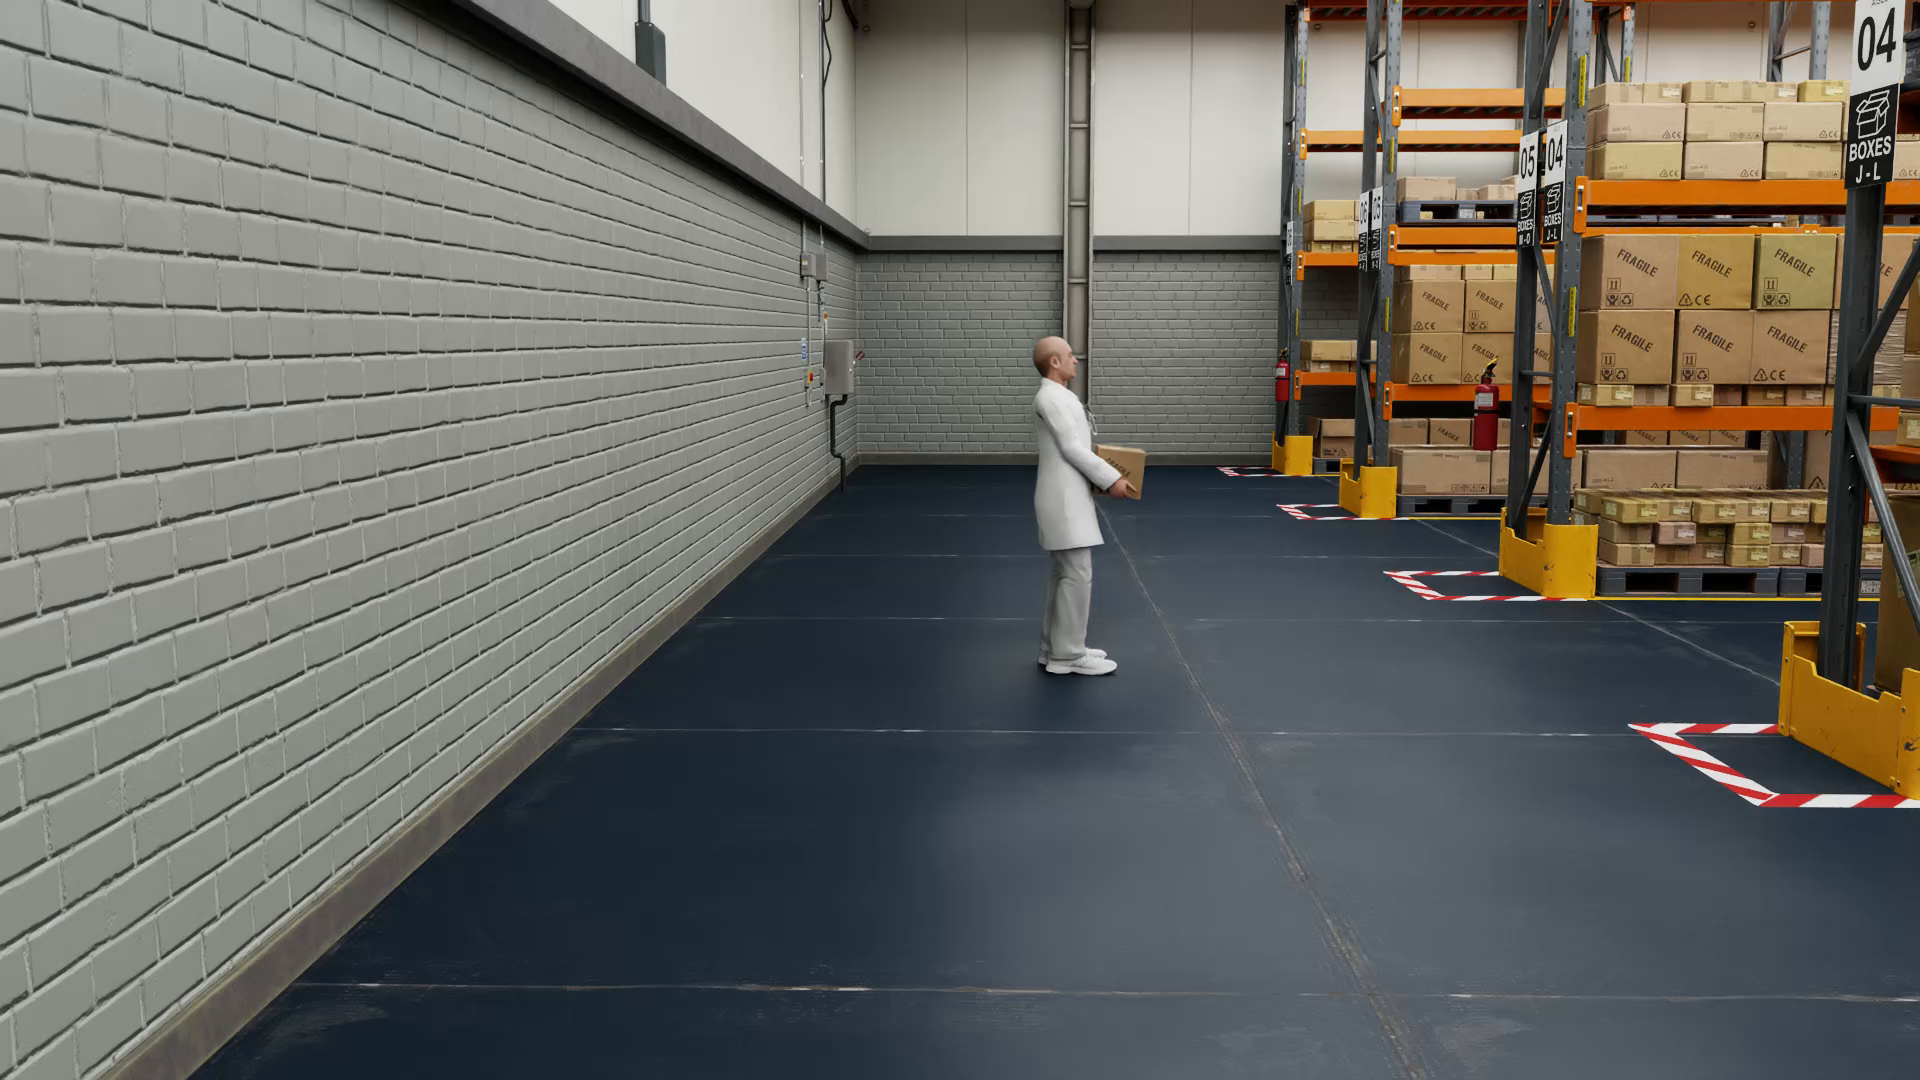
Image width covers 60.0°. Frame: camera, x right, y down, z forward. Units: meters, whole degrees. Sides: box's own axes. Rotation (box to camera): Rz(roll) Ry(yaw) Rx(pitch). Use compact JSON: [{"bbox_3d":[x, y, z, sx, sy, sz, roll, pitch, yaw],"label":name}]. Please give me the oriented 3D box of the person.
[{"bbox_3d":[0.655,-0.189,8.849,0.554,1.773,0.528,0,7,1],"label":"person"}]
